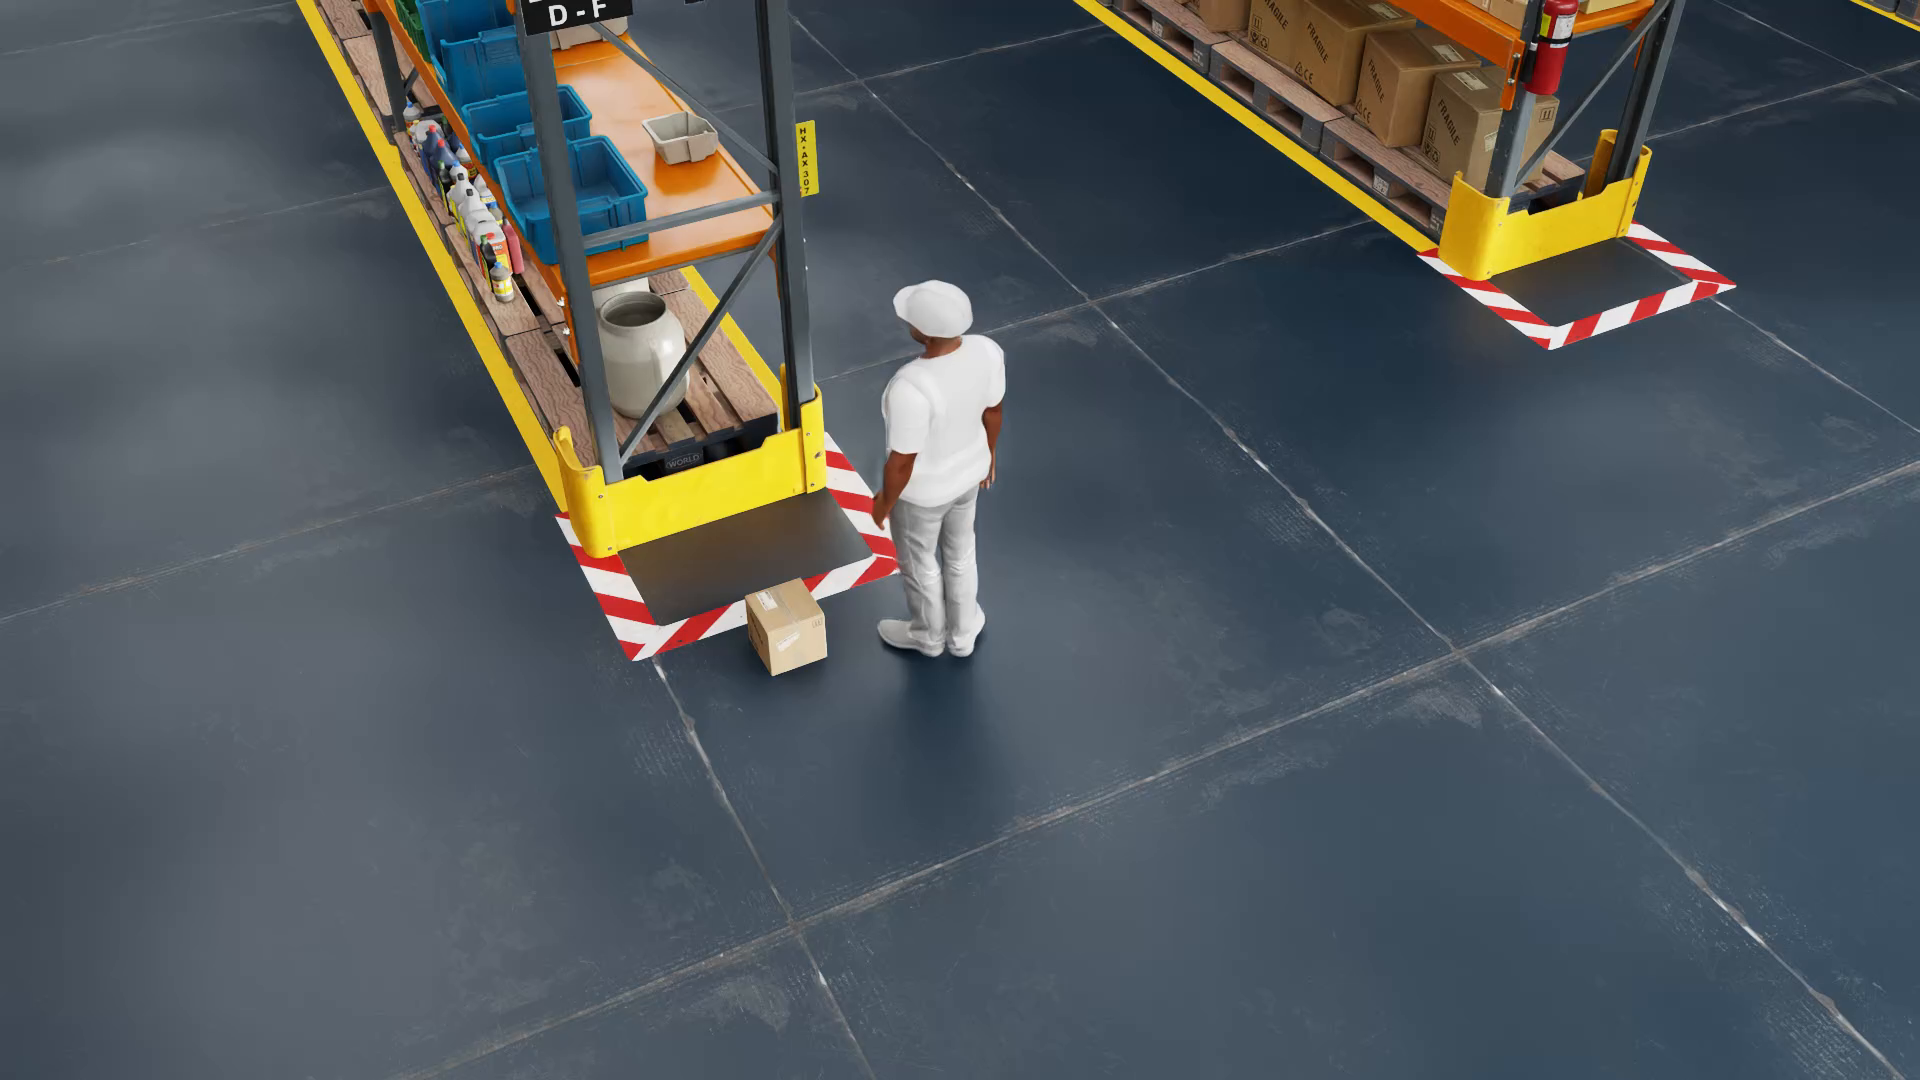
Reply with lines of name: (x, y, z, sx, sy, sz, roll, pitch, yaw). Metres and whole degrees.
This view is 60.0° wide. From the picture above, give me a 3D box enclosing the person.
person: (-0.095, -0.261, 6.409, 0.585, 1.769, 0.404, -31, 50, -31)
